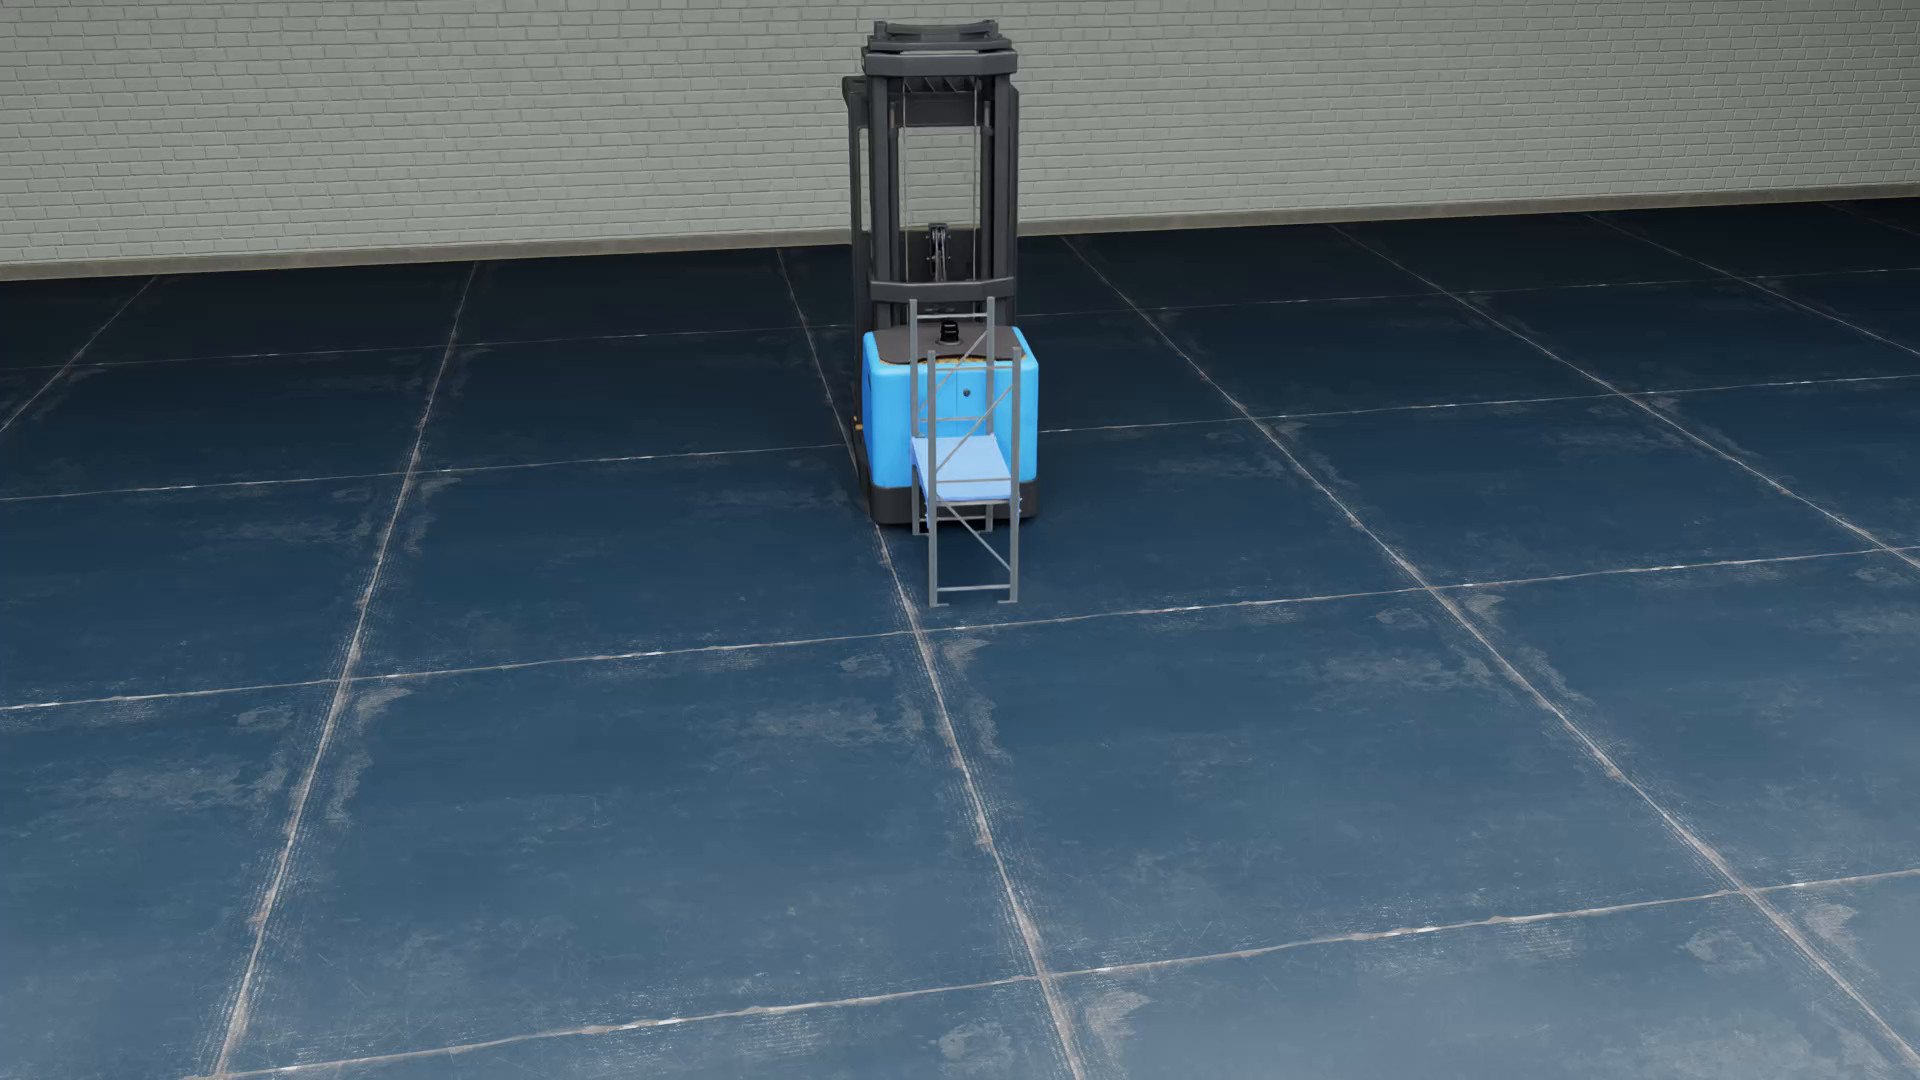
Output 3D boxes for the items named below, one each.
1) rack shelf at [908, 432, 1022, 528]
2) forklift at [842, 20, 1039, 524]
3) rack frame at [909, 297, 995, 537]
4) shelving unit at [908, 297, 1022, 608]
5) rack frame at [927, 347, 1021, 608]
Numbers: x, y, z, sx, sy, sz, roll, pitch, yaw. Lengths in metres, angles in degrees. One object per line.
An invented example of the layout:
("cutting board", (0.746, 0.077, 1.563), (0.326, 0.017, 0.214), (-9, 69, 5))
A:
("rack shelf", (0.015, -0.359, 9.648), (0.538, 0.185, 1.000), (-3, 24, -6))
("forklift", (-0.197, -1.998, 11.162), (1.130, 2.935, 3.031), (-3, 24, -6))
("rack frame", (-0.046, -0.726, 10.039), (0.500, 1.500, 0.032), (-3, 24, -6))
("shelving unit", (0.015, -0.524, 9.576), (0.538, 1.500, 1.048), (-3, 24, -6))
("rack frame", (0.076, -0.322, 9.114), (0.500, 1.500, 0.032), (-3, 24, -6))
